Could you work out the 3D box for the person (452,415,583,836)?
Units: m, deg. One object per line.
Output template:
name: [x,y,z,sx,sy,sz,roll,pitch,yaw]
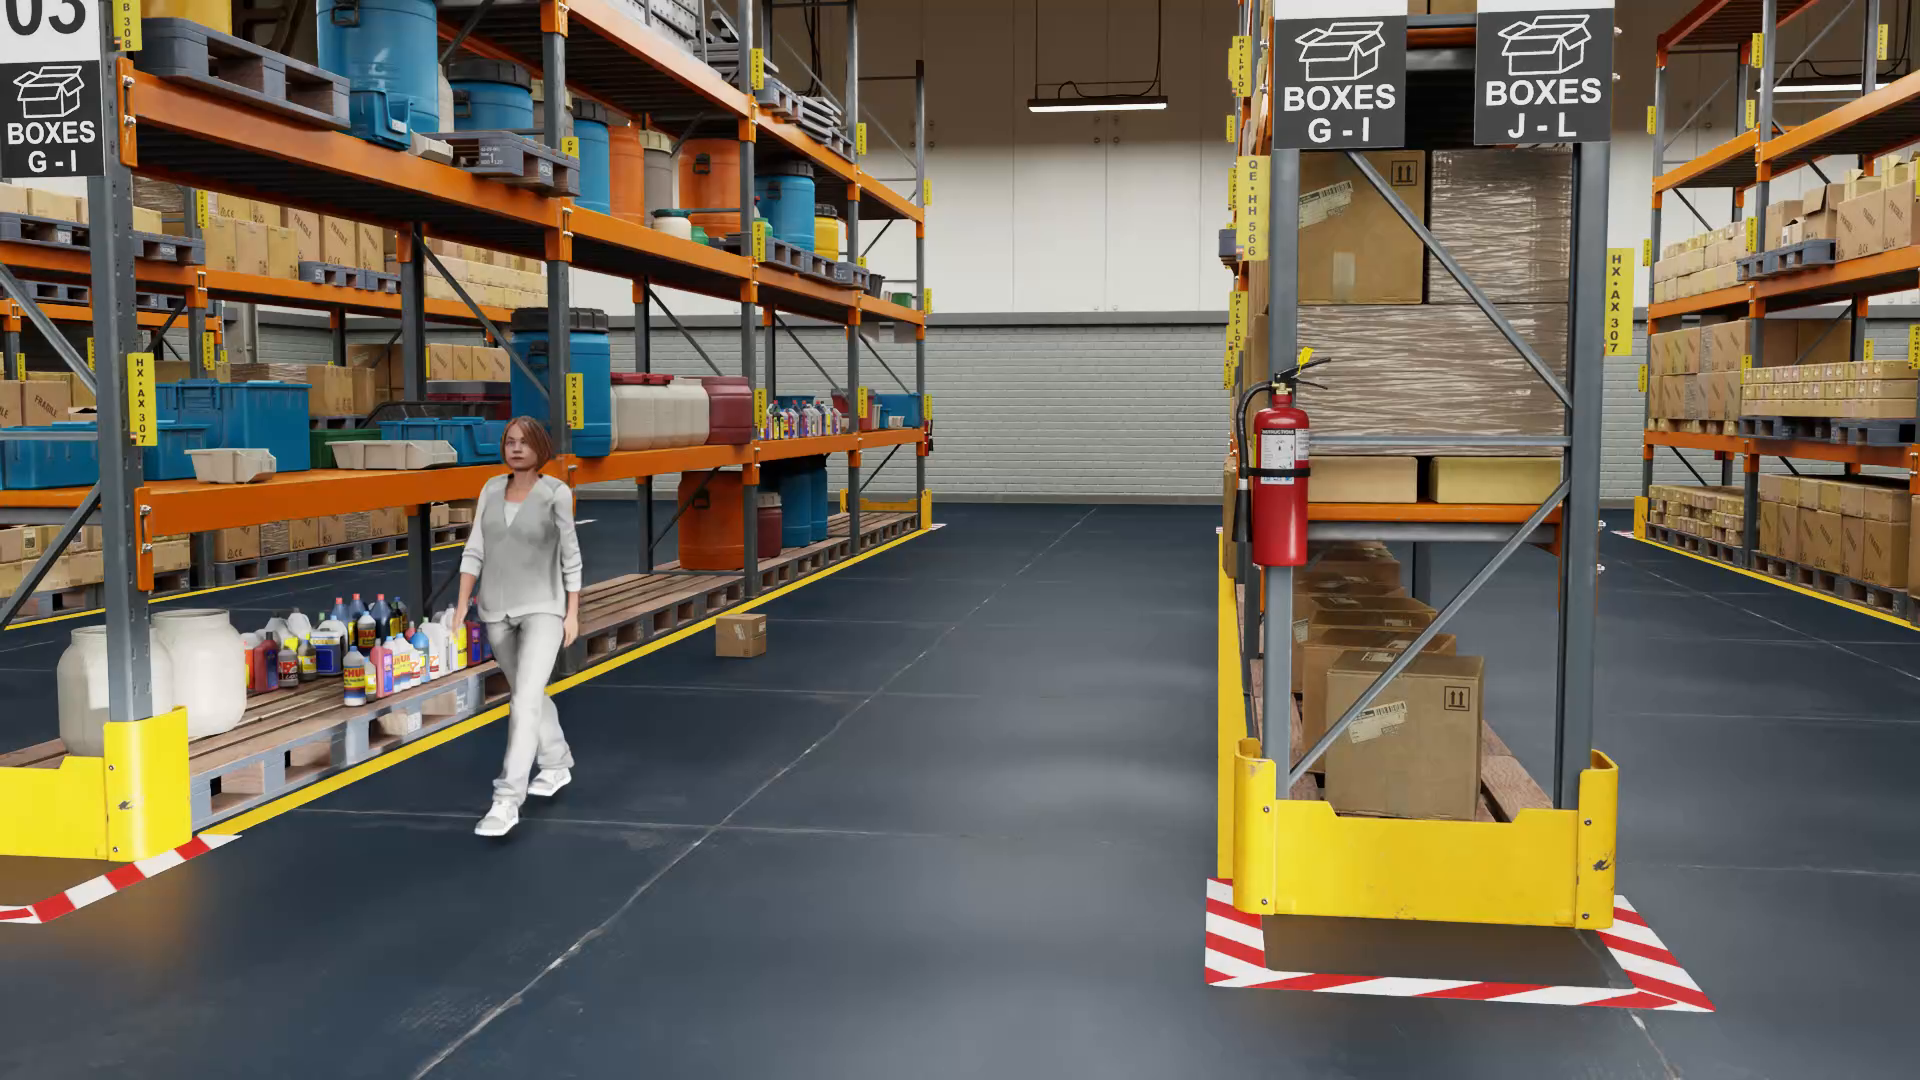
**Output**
person: [-1.726,0.293,6.422,0.408,1.540,0.930,1,5,13]
